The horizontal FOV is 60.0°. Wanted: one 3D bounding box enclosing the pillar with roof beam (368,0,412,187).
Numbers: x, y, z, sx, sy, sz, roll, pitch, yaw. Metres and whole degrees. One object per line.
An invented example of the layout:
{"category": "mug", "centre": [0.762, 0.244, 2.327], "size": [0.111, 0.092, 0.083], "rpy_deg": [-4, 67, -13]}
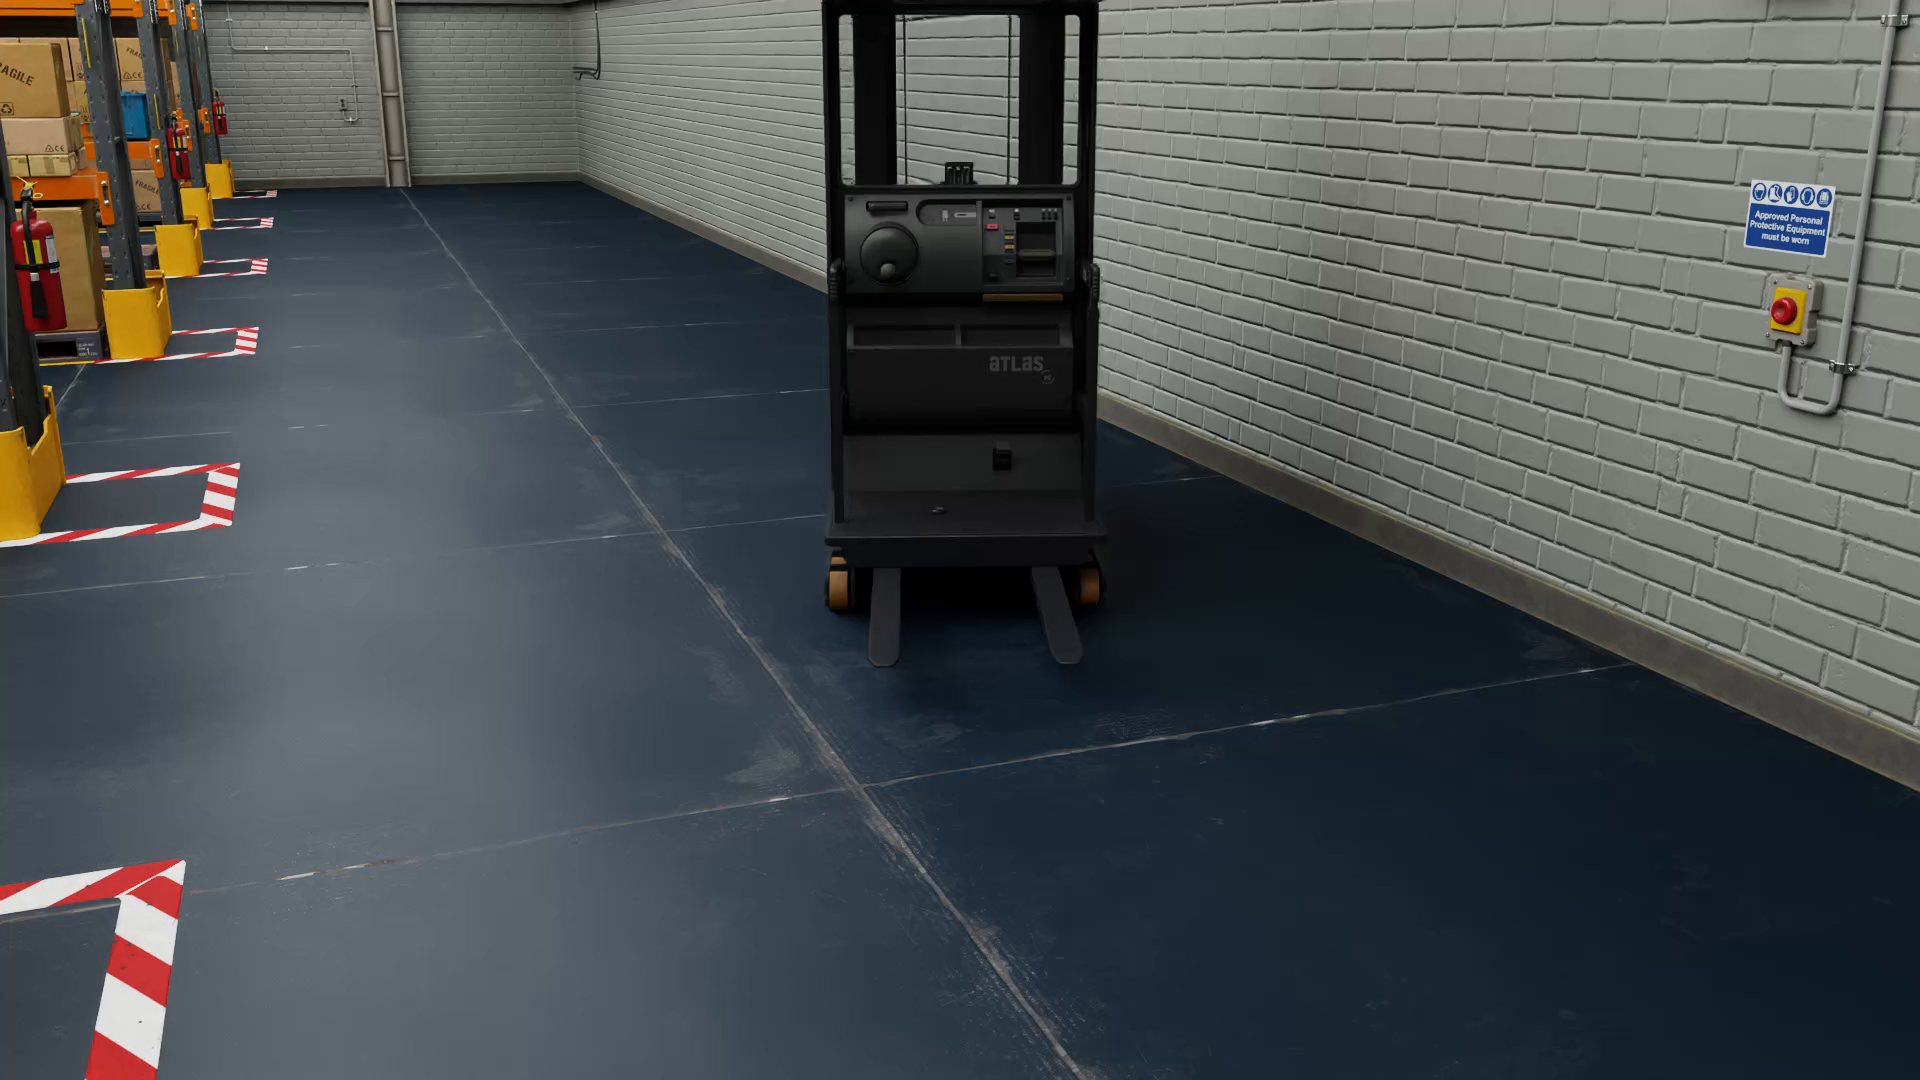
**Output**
{"category": "pillar with roof beam", "centre": [-7.780, -9.062, 22.488], "size": [0.400, 9.000, 9.100], "rpy_deg": [-6, 17, -20]}

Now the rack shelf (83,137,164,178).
{"category": "rack shelf", "centre": [-9.854, -3.663, 16.027], "size": [4.000, 0.370, 1.077], "rpy_deg": [-6, 17, -20]}

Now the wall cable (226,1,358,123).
{"category": "wall cable", "centre": [-10.675, -7.682, 26.632], "size": [1.851, 1.984, 0.084], "rpy_deg": [-6, 17, -20]}

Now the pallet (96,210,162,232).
{"category": "pallet", "centre": [-10.571, -4.088, 21.144], "size": [1.213, 0.211, 1.003], "rpy_deg": [-6, 17, -20]}

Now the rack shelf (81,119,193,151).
{"category": "rack shelf", "centre": [-11.623, -4.967, 20.466], "size": [4.000, 0.370, 1.077], "rpy_deg": [-6, 17, -20]}

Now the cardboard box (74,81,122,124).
{"category": "cardboard box", "centre": [-10.560, -5.392, 20.458], "size": [0.500, 0.500, 0.500], "rpy_deg": [-6, 17, -20]}

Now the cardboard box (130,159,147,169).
{"category": "cardboard box", "centre": [-12.617, -5.672, 25.279], "size": [0.500, 0.500, 0.700], "rpy_deg": [-6, 17, -20]}

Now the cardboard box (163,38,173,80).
{"category": "cardboard box", "centre": [-10.264, -6.066, 20.980], "size": [0.500, 0.500, 0.500], "rpy_deg": [-6, 17, -18]}

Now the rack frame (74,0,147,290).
{"category": "rack frame", "centre": [-6.214, -2.907, 12.174], "size": [0.127, 3.000, 1.000], "rpy_deg": [-6, 17, -20]}

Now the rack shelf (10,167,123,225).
{"category": "rack shelf", "centre": [-8.082, -2.360, 11.589], "size": [4.000, 0.370, 1.077], "rpy_deg": [-6, 17, -20]}

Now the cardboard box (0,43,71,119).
{"category": "cardboard box", "centre": [-6.575, -3.219, 11.645], "size": [0.500, 0.500, 0.500], "rpy_deg": [-6, 17, -19]}

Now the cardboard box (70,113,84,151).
{"category": "cardboard box", "centre": [-6.759, -3.001, 12.231], "size": [0.500, 0.250, 0.500], "rpy_deg": [-7, 18, -22]}

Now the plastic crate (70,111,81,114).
{"category": "plastic crate", "centre": [-8.950, -4.154, 16.611], "size": [0.300, 0.233, 0.416], "rpy_deg": [-6, 17, -20]}

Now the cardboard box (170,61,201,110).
{"category": "cardboard box", "centre": [-12.004, -6.907, 25.262], "size": [0.700, 0.700, 0.980], "rpy_deg": [-5, 17, -18]}

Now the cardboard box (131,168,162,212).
{"category": "cardboard box", "centre": [-10.175, -4.406, 20.934], "size": [0.500, 0.500, 0.500], "rpy_deg": [-6, 17, -20]}

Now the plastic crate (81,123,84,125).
{"category": "plastic crate", "centre": [-8.683, -3.983, 16.198], "size": [0.243, 0.136, 0.396], "rpy_deg": [-6, 17, -20]}

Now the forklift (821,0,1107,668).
{"category": "forklift", "centre": [0.009, -1.212, 6.525], "size": [1.130, 2.935, 3.031], "rpy_deg": [-1, 16, -2]}

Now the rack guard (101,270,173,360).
{"category": "rack guard", "centre": [-6.192, -1.710, 12.535], "size": [0.348, 0.500, 1.175], "rpy_deg": [-6, 17, -20]}

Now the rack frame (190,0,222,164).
{"category": "rack frame", "centre": [-11.532, -6.817, 25.488], "size": [0.127, 3.000, 1.000], "rpy_deg": [-6, 17, -20]}

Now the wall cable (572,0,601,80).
{"category": "wall cable", "centre": [-6.122, -8.682, 26.702], "size": [0.112, 2.526, 3.097], "rpy_deg": [-6, 17, -20]}

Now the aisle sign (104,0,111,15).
{"category": "aisle sign", "centre": [-6.255, -4.241, 12.102], "size": [0.004, 0.787, 0.394], "rpy_deg": [-6, 17, -20]}

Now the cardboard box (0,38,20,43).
{"category": "cardboard box", "centre": [-11.506, -5.768, 19.964], "size": [0.500, 0.500, 0.500], "rpy_deg": [-6, 17, -18]}

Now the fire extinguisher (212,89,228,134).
{"category": "fire extinguisher", "centre": [-11.226, -6.495, 25.190], "size": [0.183, 0.674, 0.296], "rpy_deg": [-6, 17, -20]}

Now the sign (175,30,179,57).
{"category": "sign", "centre": [-9.576, -6.073, 20.339], "size": [0.005, 0.325, 0.100], "rpy_deg": [-6, 17, -20]}

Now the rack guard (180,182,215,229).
{"category": "rack guard", "centre": [-9.827, -4.307, 21.377], "size": [0.348, 0.500, 1.175], "rpy_deg": [-6, 17, -20]}

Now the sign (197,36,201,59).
{"category": "sign", "centre": [-11.351, -7.342, 24.801], "size": [0.005, 0.325, 0.100], "rpy_deg": [-6, 17, -20]}

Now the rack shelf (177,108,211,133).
{"category": "rack shelf", "centre": [-13.399, -6.270, 24.903], "size": [4.000, 0.370, 1.077], "rpy_deg": [-6, 17, -20]}

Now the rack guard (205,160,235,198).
{"category": "rack guard", "centre": [-11.509, -5.620, 25.849], "size": [0.348, 0.500, 1.175], "rpy_deg": [-6, 17, -20]}

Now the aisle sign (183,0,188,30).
{"category": "aisle sign", "centre": [-9.797, -6.845, 20.971], "size": [0.004, 0.787, 0.394], "rpy_deg": [-6, 17, -20]}

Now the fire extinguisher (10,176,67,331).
{"category": "fire extinguisher", "centre": [-4.134, -1.280, 7.432], "size": [0.183, 0.674, 0.296], "rpy_deg": [-6, 17, -20]}

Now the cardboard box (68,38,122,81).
{"category": "cardboard box", "centre": [-10.544, -5.873, 20.323], "size": [0.500, 0.500, 0.500], "rpy_deg": [-6, 17, -19]}

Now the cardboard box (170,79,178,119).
{"category": "cardboard box", "centre": [-10.264, -5.587, 21.121], "size": [0.500, 0.500, 0.500], "rpy_deg": [-6, 17, -19]}

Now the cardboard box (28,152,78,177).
{"category": "cardboard box", "centre": [-6.429, -2.664, 11.792], "size": [0.250, 0.149, 0.380], "rpy_deg": [-6, 17, -19]}

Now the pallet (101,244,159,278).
{"category": "pallet", "centre": [-8.771, -2.799, 16.756], "size": [1.213, 0.211, 1.003], "rpy_deg": [-6, 17, -20]}

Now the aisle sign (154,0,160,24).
{"category": "aisle sign", "centre": [-8.026, -5.543, 16.536], "size": [0.004, 0.787, 0.394], "rpy_deg": [-6, 17, -20]}
